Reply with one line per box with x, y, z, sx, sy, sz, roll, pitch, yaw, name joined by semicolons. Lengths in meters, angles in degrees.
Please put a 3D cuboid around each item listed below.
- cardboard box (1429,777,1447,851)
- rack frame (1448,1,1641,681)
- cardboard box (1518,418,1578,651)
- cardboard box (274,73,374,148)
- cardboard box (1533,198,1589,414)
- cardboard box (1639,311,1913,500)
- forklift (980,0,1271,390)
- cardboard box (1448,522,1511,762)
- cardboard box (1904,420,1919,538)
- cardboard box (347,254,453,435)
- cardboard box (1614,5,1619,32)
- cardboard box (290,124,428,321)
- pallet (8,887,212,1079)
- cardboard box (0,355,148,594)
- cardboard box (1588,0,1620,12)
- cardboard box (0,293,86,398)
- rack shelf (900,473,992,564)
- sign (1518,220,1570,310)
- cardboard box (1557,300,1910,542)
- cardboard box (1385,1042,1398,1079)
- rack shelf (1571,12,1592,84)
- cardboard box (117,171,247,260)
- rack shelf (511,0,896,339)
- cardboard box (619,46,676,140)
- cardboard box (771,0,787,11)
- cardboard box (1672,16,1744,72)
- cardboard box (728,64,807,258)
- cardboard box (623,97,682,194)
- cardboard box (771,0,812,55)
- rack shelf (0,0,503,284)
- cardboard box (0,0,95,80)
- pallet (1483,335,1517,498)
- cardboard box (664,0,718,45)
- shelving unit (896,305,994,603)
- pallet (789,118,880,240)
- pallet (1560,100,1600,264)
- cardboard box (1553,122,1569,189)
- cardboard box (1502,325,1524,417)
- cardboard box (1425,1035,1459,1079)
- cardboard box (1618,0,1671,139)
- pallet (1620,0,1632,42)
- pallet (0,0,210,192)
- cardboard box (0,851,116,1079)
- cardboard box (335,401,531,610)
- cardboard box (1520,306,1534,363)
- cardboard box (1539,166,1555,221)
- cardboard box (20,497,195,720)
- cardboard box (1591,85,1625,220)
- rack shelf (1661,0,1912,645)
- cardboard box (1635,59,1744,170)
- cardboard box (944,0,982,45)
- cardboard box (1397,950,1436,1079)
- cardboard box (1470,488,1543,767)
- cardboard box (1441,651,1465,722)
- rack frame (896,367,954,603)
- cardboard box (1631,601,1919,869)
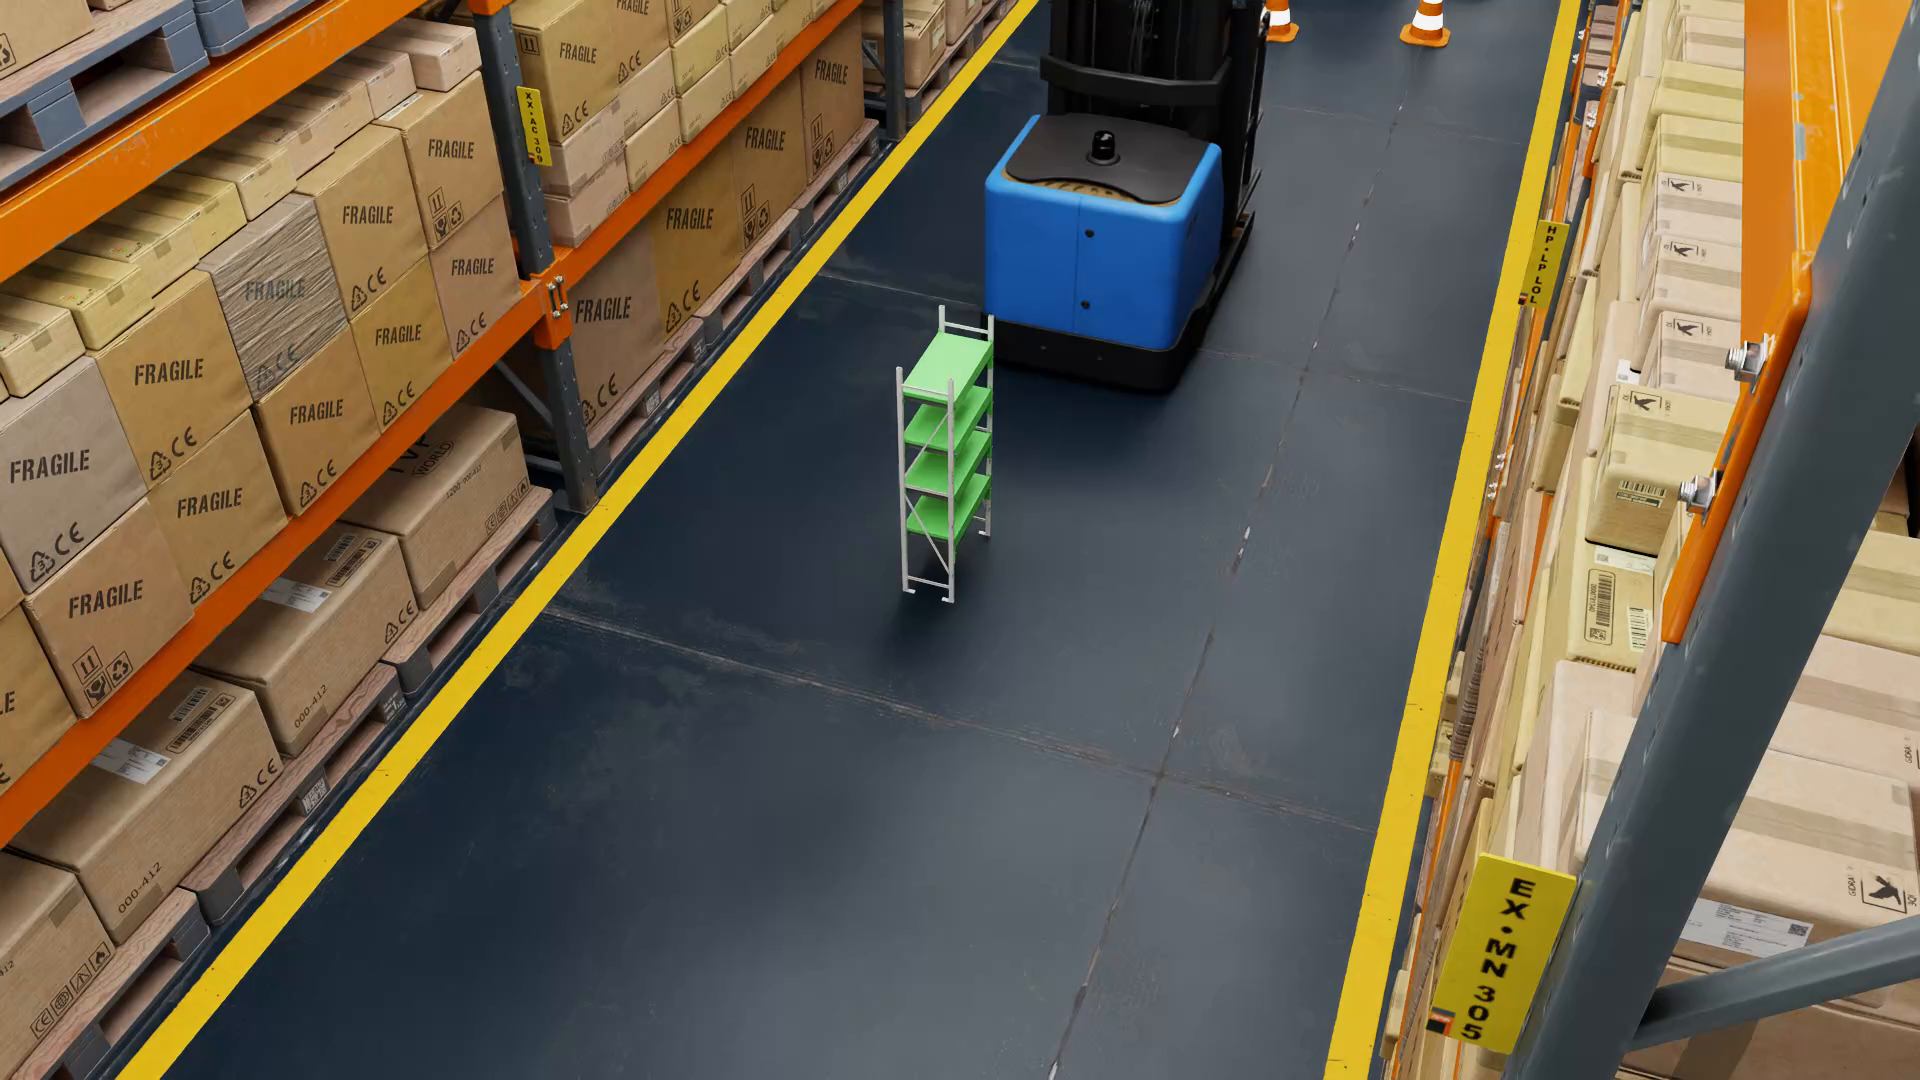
1.927;1.041;6.045;0.380;0.149;0.250;13;42;15;cardboard box
2.480;-0.360;5.815;1.000;3.000;0.127;13;42;15;rack frame
1.369;0.047;3.142;0.500;0.250;0.500;15;43;17;cardboard box
-2.299;-1.517;5.824;0.380;0.149;0.250;13;42;15;cardboard box
2.097;-0.671;5.102;0.500;0.500;0.500;14;43;16;cardboard box
1.345;-0.226;2.770;0.380;0.149;0.250;12;42;14;cardboard box
1.089;-2.845;8.780;1.130;2.935;3.031;13;42;15;forklift
1.705;0.337;4.691;0.500;0.500;0.500;12;42;14;cardboard box
1.868;-0.029;2.846;0.500;0.250;0.500;14;42;16;cardboard box
-2.295;-0.780;6.230;0.500;0.500;0.500;12;42;14;cardboard box
3.505;-2.636;8.352;0.380;0.149;0.250;13;42;14;cardboard box
-2.289;-1.159;5.903;0.500;0.500;0.500;13;42;14;cardboard box
-3.374;1.598;5.668;1.003;0.211;1.213;13;42;15;pallet
-2.803;-0.238;4.824;0.500;0.500;0.500;13;42;15;cardboard box
3.750;-3.172;9.034;0.500;0.500;0.500;13;42;15;cardboard box
-2.735;-0.566;4.708;0.380;0.149;0.250;14;42;15;cardboard box
-0.057;-0.124;7.393;0.258;0.148;0.480;13;42;15;rack shelf
1.957;-0.922;5.581;0.100;0.325;0.005;13;42;15;sign
1.382;-0.156;2.995;0.500;0.250;0.500;14;42;16;cardboard box
1.471;1.718;5.023;0.380;0.149;0.250;15;43;17;cardboard box
4.532;-3.746;10.337;1.077;0.370;4.000;13;42;15;rack shelf
-2.509;-1.038;5.262;0.380;0.149;0.250;12;42;14;cardboard box
-1.522;-2.343;8.693;1.077;0.370;4.000;13;42;15;rack shelf
-1.639;-2.060;7.538;0.500;0.250;0.500;14;42;16;cardboard box
-1.093;-2.988;8.625;0.500;0.250;0.500;12;42;14;cardboard box
1.795;-1.027;3.709;0.380;0.149;0.250;12;42;14;cardboard box
-1.461;-2.242;9.334;0.875;0.875;0.875;14;42;16;cardboard box
-1.632;-1.866;7.695;0.500;0.250;0.500;12;42;14;cardboard box
-1.114;-2.795;8.784;0.500;0.250;0.500;13;42;15;cardboard box
-2.890;-1.045;4.860;1.077;0.370;4.000;13;42;15;rack shelf
-2.744;-1.531;4.398;0.500;0.500;0.500;14;42;16;cardboard box
3.161;-0.521;8.152;1.003;0.211;1.213;13;42;15;pallet
-1.464;-2.642;7.642;0.500;0.500;0.500;12;42;14;cardboard box
-0.057;-0.355;7.196;0.258;1.200;0.503;13;42;15;shelving unit
-1.179;-2.312;10.251;1.003;0.211;1.213;13;42;15;pallet
3.210;-1.510;7.311;1.003;0.211;1.213;13;42;15;pallet
3.385;-1.927;8.676;0.500;0.250;0.500;11;42;13;cardboard box
2.852;-0.701;7.816;0.500;0.500;0.500;12;42;14;cardboard box
1.035;1.214;2.893;0.500;0.500;0.500;12;42;14;cardboard box
1.915;-1.091;4.091;0.500;0.250;0.500;13;42;15;cardboard box
2.791;-1.783;5.316;1.213;0.211;1.003;13;42;15;pallet
-2.914;-1.266;4.634;1.003;0.211;1.213;13;42;15;pallet
-3.442;1.433;5.364;0.875;0.438;0.875;12;42;14;cardboard box
-2.522;-0.223;7.304;0.875;0.438;0.875;13;42;14;cardboard box
2.853;-1.001;7.590;0.500;0.250;0.500;12;42;13;cardboard box
3.366;-1.634;8.910;0.500;0.500;0.500;12;42;13;cardboard box
-2.802;0.155;5.134;0.500;0.500;0.500;13;42;15;cardboard box
1.911;-0.913;4.267;0.500;0.250;0.500;13;42;14;cardboard box
1.796;-1.148;2.672;1.077;0.370;4.000;13;42;15;rack shelf
1.658;-0.871;3.526;0.380;0.149;0.250;15;43;17;cardboard box
-0.391;-3.791;11.537;0.950;0.372;0.625;13;42;14;cardboard box
1.205;1.284;3.581;0.500;0.500;0.500;13;42;14;cardboard box
1.556;0.262;4.009;0.500;0.500;0.500;12;42;14;cardboard box
2.055;0.602;6.331;0.380;0.149;0.250;15;43;17;cardboard box
-0.140;-0.207;7.021;0.240;1.200;0.015;13;42;15;rack frame
1.106;0.252;2.209;0.380;0.149;0.250;14;42;16;cardboard box
